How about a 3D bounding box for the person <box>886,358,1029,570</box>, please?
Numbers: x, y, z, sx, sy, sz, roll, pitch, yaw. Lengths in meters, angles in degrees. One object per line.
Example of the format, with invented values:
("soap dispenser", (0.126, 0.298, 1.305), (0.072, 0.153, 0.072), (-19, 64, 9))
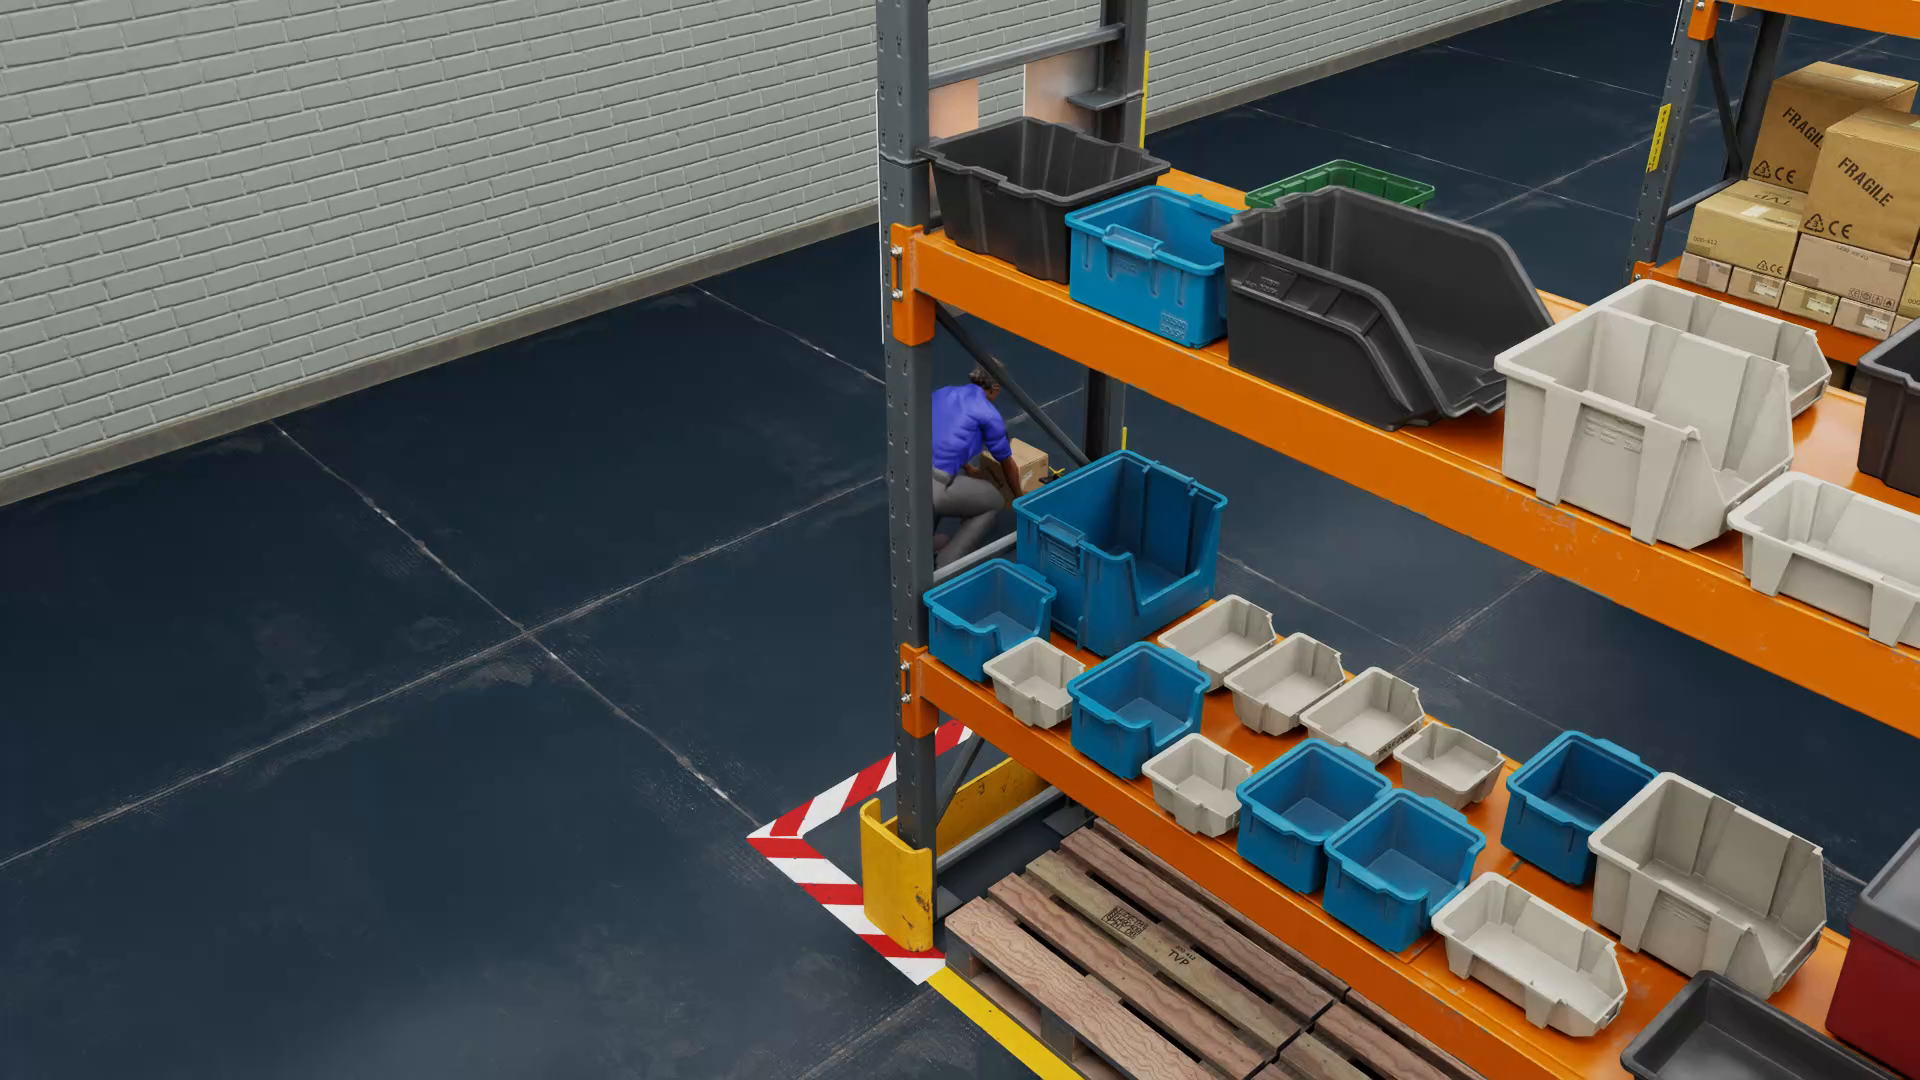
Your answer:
("person", (-0.027, -0.356, 8.334), (0.786, 1.006, 0.486), (-26, 40, -35))
